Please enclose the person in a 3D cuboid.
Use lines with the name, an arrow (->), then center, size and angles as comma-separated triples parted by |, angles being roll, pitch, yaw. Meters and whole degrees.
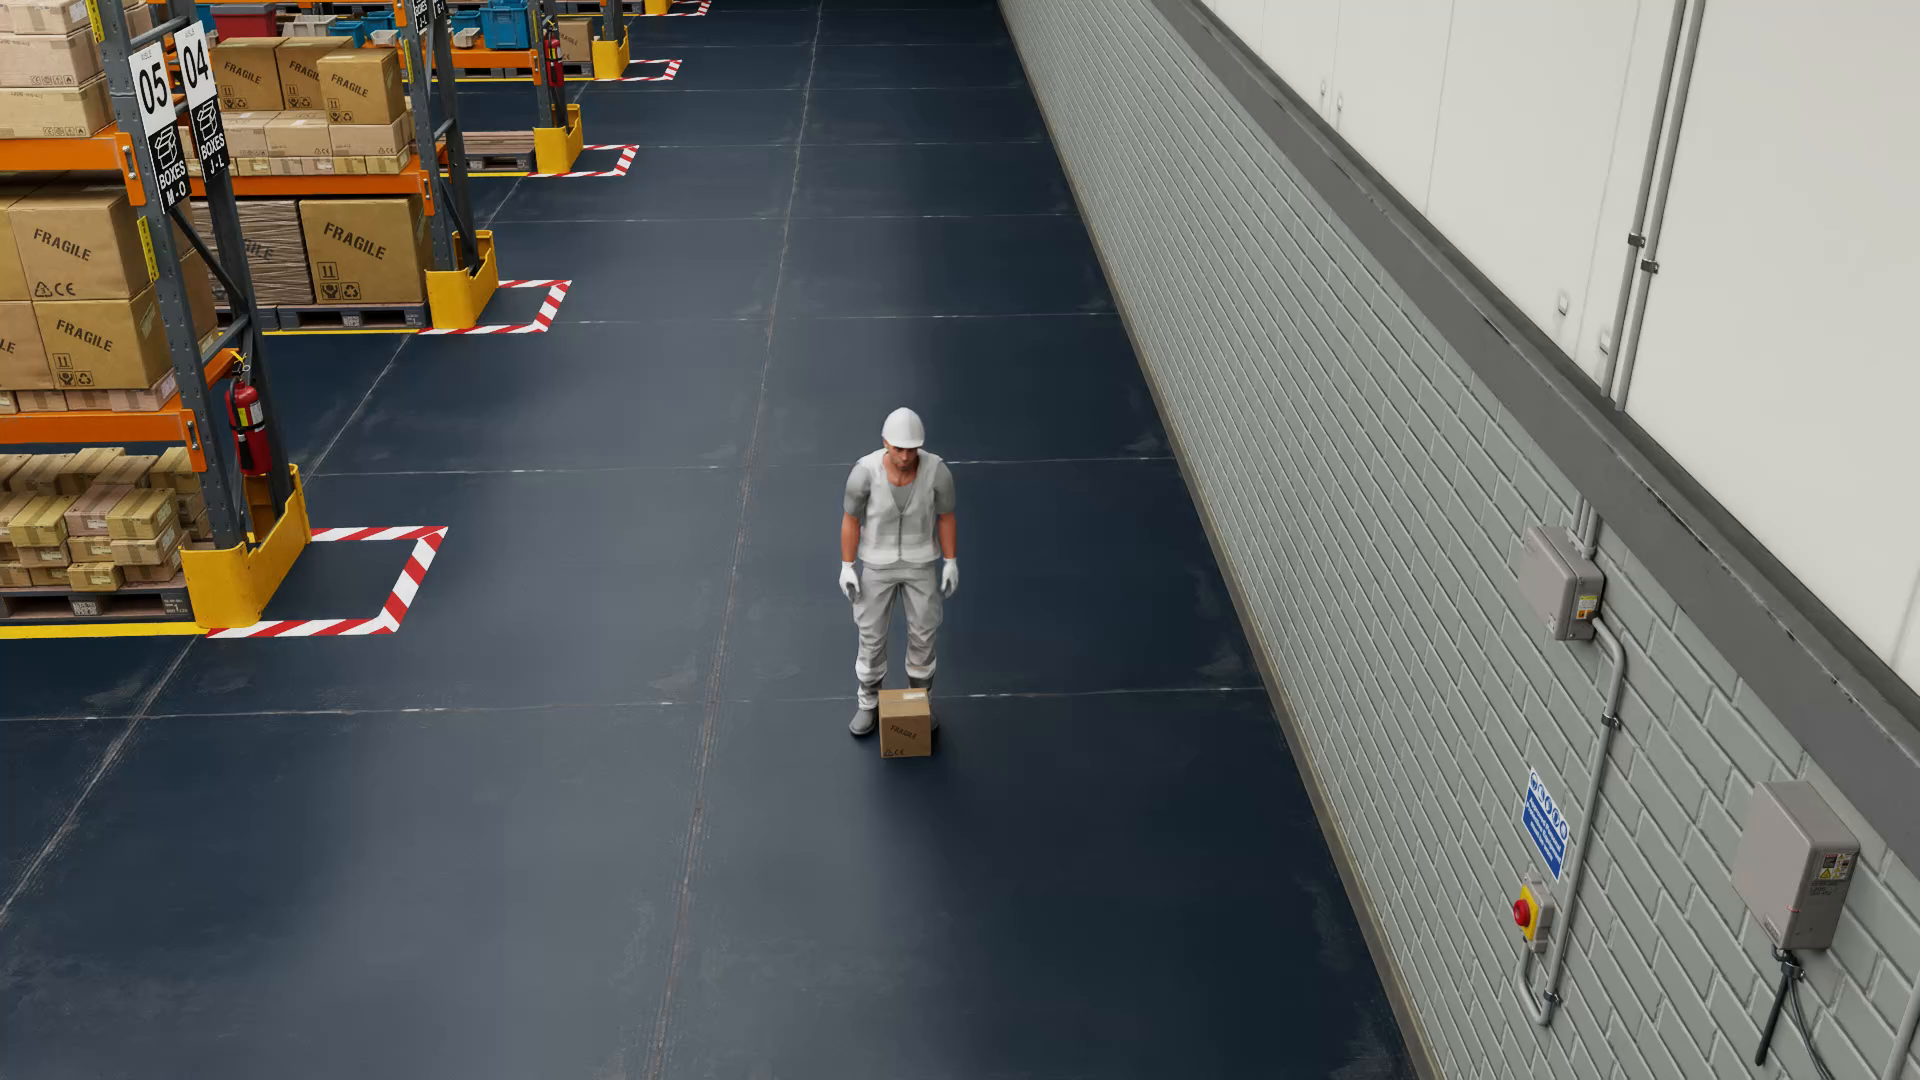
person -> -0.300, 0.149, 8.315 | 0.609, 1.777, 0.453 | -3, 27, -5
